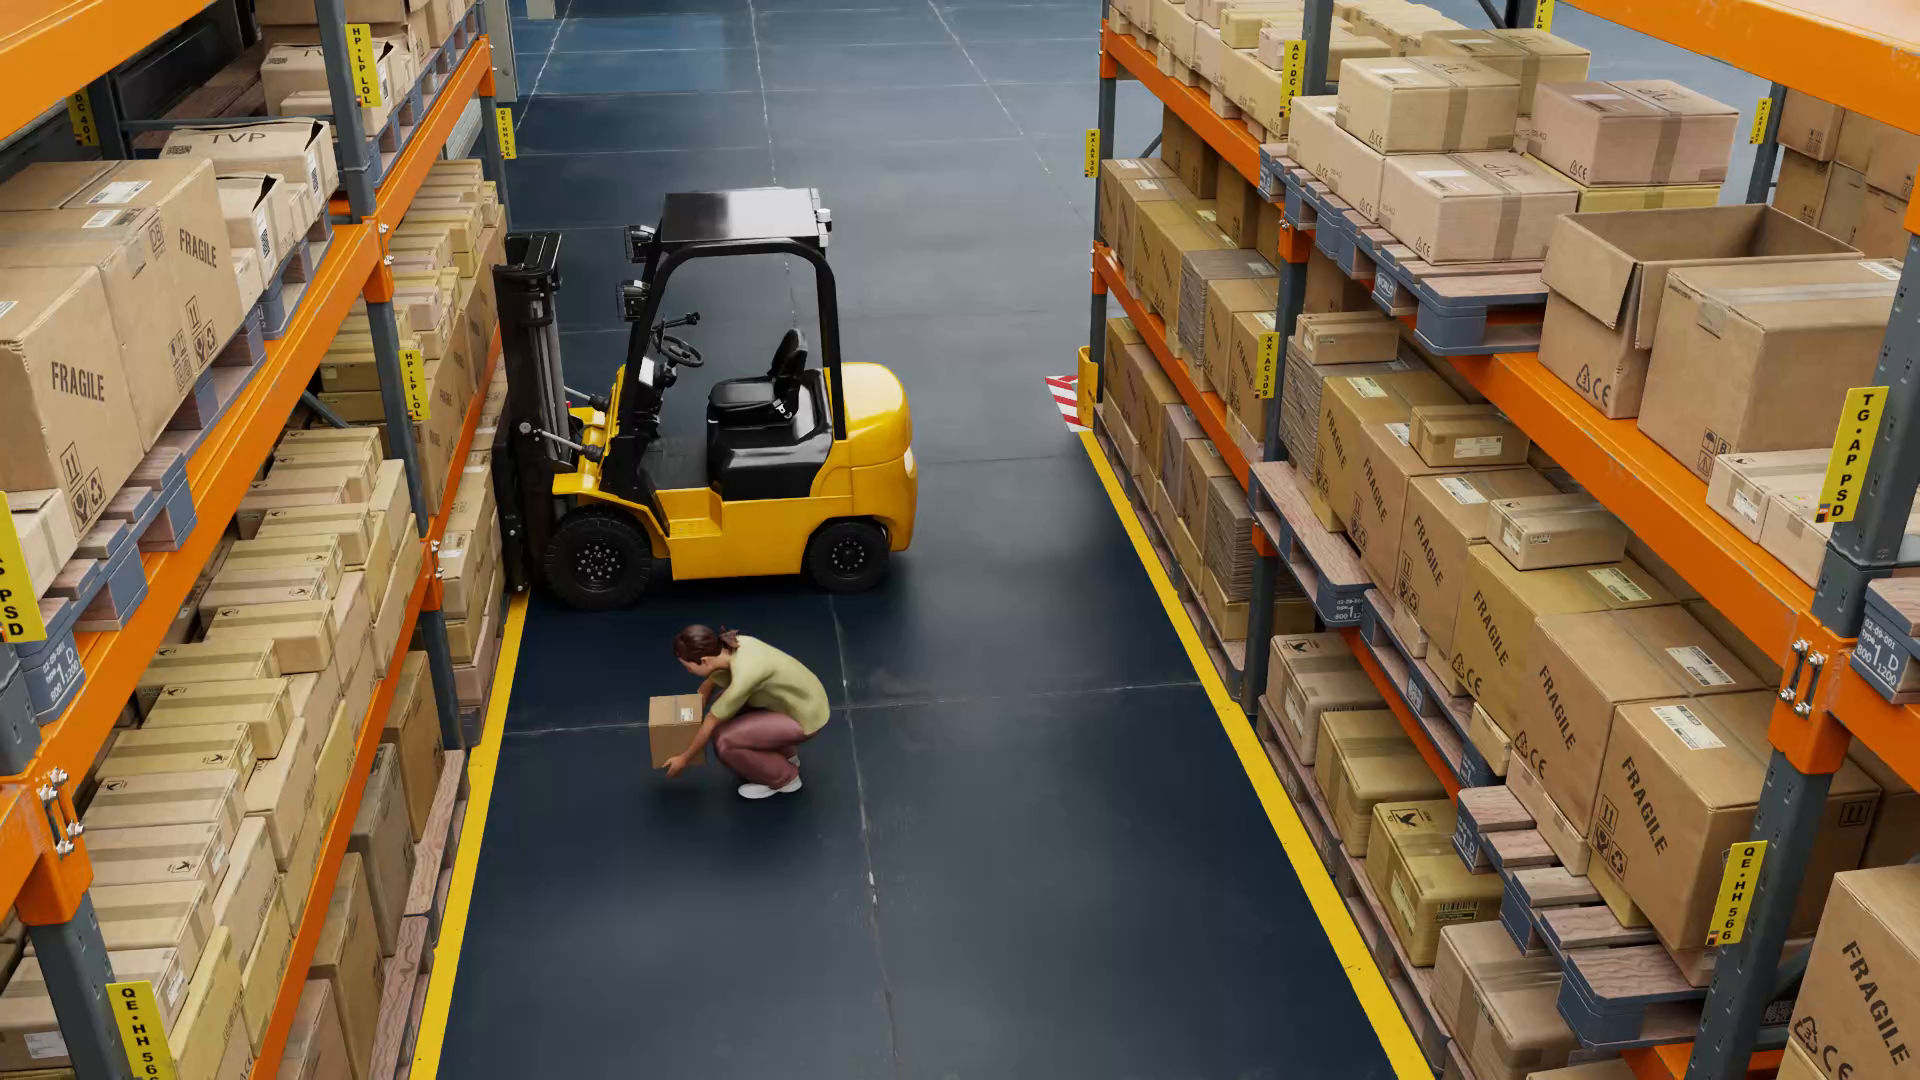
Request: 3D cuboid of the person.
[{"bbox_3d":[-1.030,0.778,7.929,0.816,0.934,0.466,-4,28,-8],"label":"person"}]
